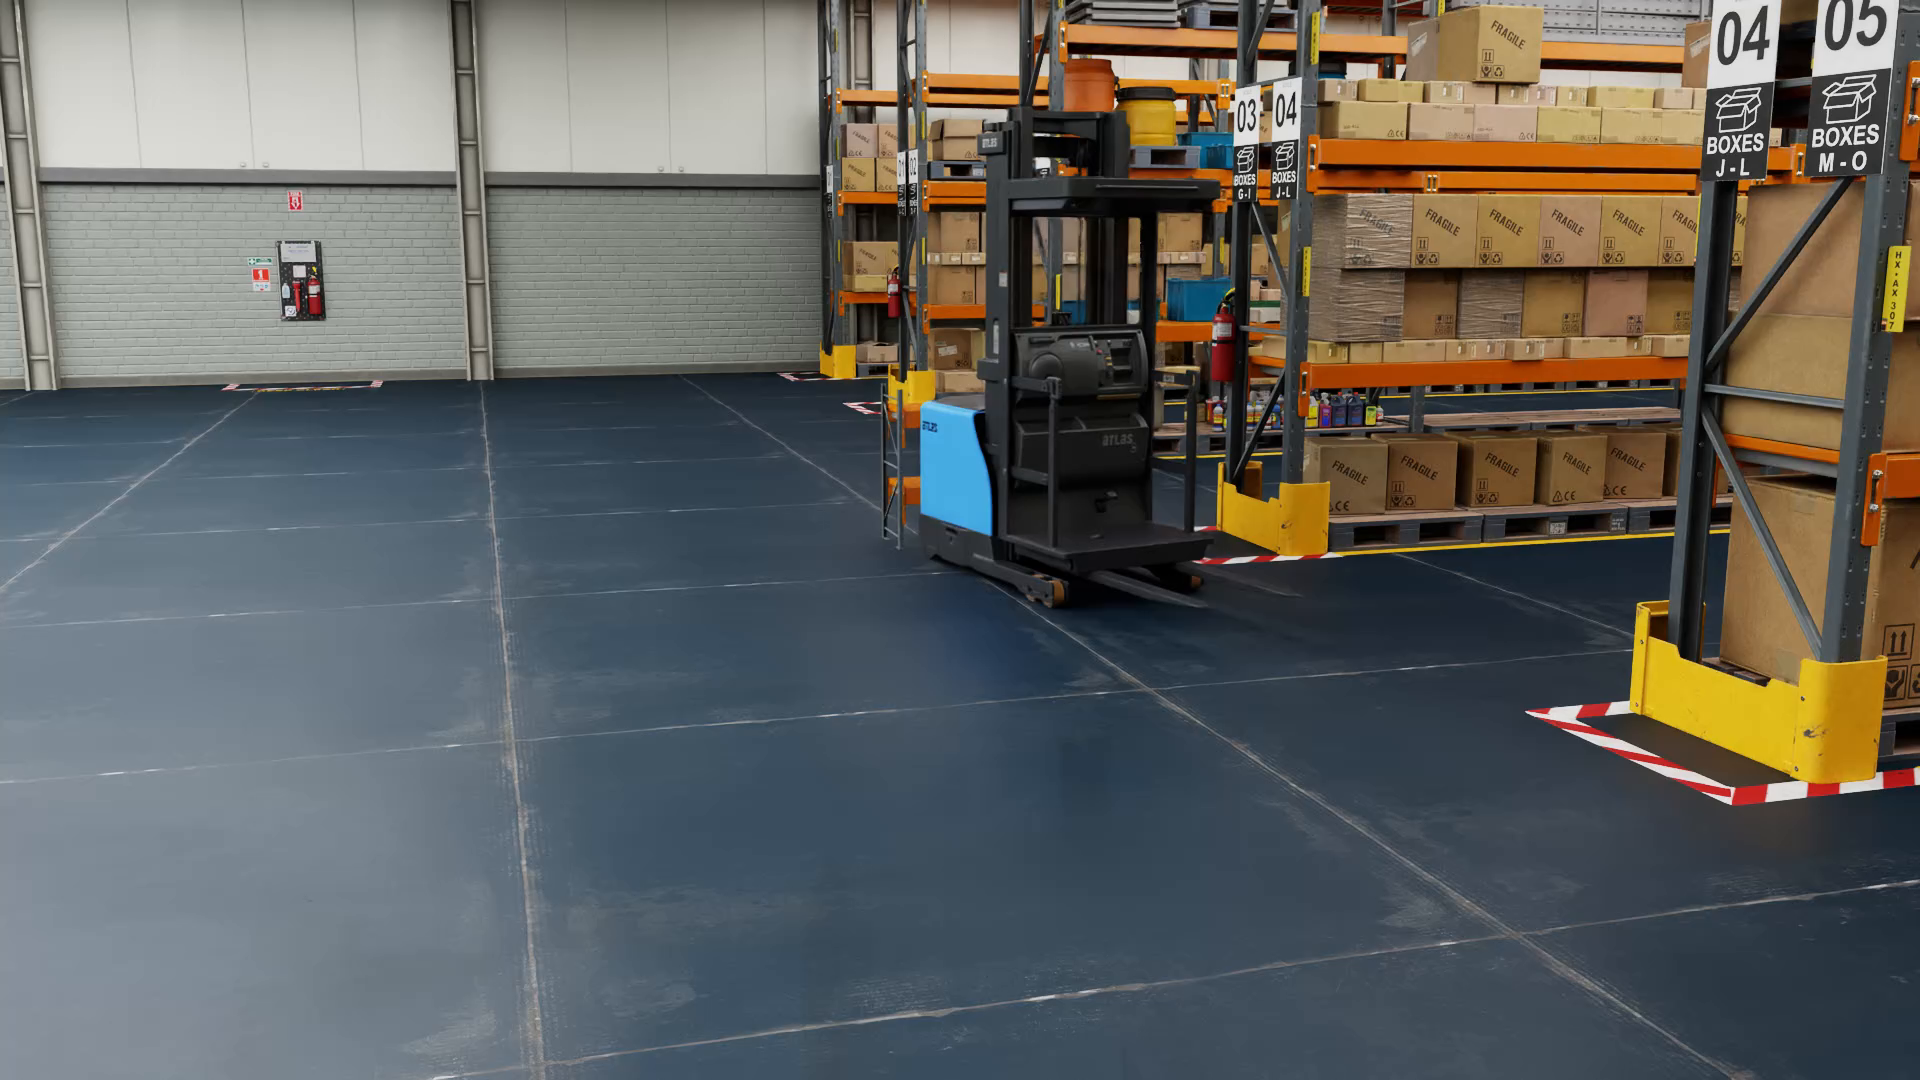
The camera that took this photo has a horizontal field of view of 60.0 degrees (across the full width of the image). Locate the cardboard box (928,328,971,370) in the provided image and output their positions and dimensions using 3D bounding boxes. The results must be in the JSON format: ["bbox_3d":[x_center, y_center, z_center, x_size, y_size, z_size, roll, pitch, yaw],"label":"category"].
[{"bbox_3d":[-0.168,-2.490,21.653,0.500,0.500,0.500,-3,11,-16],"label":"cardboard box"}]

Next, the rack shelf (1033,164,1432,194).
[{"bbox_3d":[2.702,-3.550,16.746,4.000,0.370,1.077,-3,11,-16],"label":"rack shelf"}]

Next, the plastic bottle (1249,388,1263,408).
[{"bbox_3d":[3.142,-1.443,17.704,0.185,0.351,0.144,-3,11,-16],"label":"plastic bottle"}]

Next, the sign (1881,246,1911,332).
[{"bbox_3d":[3.605,-0.967,6.403,0.005,0.325,0.100,-3,11,-16],"label":"sign"}]

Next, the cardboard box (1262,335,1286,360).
[{"bbox_3d":[2.382,-1.393,12.022,0.250,0.149,0.380,-3,11,-16],"label":"cardboard box"}]

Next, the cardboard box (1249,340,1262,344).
[{"bbox_3d":[4.048,-2.619,22.872,0.500,0.311,0.500,-3,11,-14],"label":"cardboard box"}]

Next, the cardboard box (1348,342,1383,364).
[{"bbox_3d":[2.752,-1.325,11.652,0.250,0.149,0.380,-3,11,-16],"label":"cardboard box"}]

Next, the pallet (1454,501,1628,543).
[{"bbox_3d":[4.198,-0.195,12.521,1.213,0.211,1.003,-3,11,-16],"label":"pallet"}]

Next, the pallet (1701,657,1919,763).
[{"bbox_3d":[4.201,0.719,7.561,1.213,0.211,1.003,-3,11,-16],"label":"pallet"}]

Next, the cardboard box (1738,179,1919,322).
[{"bbox_3d":[3.822,-1.216,6.969,0.550,0.550,0.875,-3,11,-16],"label":"cardboard box"}]

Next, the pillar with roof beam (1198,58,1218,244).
[{"bbox_3d":[5.407,-6.741,23.808,0.400,9.000,9.100,-3,11,-16],"label":"pillar with roof beam"}]

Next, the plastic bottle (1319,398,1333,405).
[{"bbox_3d":[3.835,-1.339,17.340,0.135,0.276,0.152,-3,11,-16],"label":"plastic bottle"}]

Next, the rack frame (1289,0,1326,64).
[{"bbox_3d":[5.694,-7.405,27.414,0.127,3.000,1.000,-3,11,-16],"label":"rack frame"}]

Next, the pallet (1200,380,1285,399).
[{"bbox_3d":[3.938,-2.064,22.673,1.213,0.211,1.003,-3,11,-16],"label":"pallet"}]

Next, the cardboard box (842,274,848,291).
[{"bbox_3d":[-1.593,-4.043,26.081,0.500,0.250,0.500,-3,11,-15],"label":"cardboard box"}]

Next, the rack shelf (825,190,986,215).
[{"bbox_3d":[-0.067,-5.272,26.101,4.000,0.370,1.077,-3,11,-16],"label":"rack shelf"}]

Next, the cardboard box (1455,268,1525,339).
[{"bbox_3d":[3.640,-1.749,12.163,0.500,0.500,0.875,-3,11,-16],"label":"cardboard box"}]

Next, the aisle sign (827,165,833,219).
[{"bbox_3d":[-1.973,-5.272,25.219,0.004,0.787,0.394,-3,11,-16],"label":"aisle sign"}]

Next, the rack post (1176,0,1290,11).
[{"bbox_3d":[2.633,-5.344,16.429,0.954,0.300,0.937,-3,11,-17],"label":"rack post"}]

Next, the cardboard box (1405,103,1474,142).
[{"bbox_3d":[3.194,-2.874,11.504,0.500,0.250,0.500,-3,11,-17],"label":"cardboard box"}]

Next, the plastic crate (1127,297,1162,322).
[{"bbox_3d":[1.804,-2.363,17.010,0.408,0.251,0.499,-3,11,-16],"label":"plastic crate"}]

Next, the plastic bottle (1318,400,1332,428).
[{"bbox_3d":[3.755,-1.302,17.122,0.133,0.283,0.061,-2,11,-12],"label":"plastic bottle"}]

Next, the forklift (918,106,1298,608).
[{"bbox_3d":[0.858,-1.133,10.108,1.130,2.935,3.031,-6,12,-28],"label":"forklift"}]

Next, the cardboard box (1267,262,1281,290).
[{"bbox_3d":[4.489,-3.503,22.512,0.500,0.500,0.500,-2,11,-12],"label":"cardboard box"}]

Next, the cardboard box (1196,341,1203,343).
[{"bbox_3d":[4.021,-3.360,27.701,0.500,0.500,0.700,-3,11,-16],"label":"cardboard box"}]

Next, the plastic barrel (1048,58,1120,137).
[{"bbox_3d":[1.213,-4.267,16.308,0.708,0.830,0.600,-3,11,-16],"label":"plastic barrel"}]

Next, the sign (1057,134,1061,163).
[{"bbox_3d":[0.931,-3.711,15.610,0.005,0.325,0.100,-3,11,-16],"label":"sign"}]

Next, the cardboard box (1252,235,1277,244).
[{"bbox_3d":[5.066,-4.997,27.624,0.250,0.149,0.380,-5,12,-25],"label":"cardboard box"}]

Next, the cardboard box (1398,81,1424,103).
[{"bbox_3d":[2.979,-3.068,11.455,0.250,0.149,0.380,-3,11,-17],"label":"cardboard box"}]

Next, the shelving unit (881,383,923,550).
[{"bbox_3d":[0.005,-0.555,11.952,1.048,1.125,0.538,-3,11,-17],"label":"shelving unit"}]

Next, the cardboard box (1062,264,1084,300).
[{"bbox_3d":[1.338,-3.338,21.617,0.500,0.500,0.700,-3,11,-14],"label":"cardboard box"}]

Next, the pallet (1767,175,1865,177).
[{"bbox_3d":[9.225,-4.136,18.465,1.213,0.211,1.003,-3,11,-16],"label":"pallet"}]

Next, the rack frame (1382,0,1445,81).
[{"bbox_3d":[4.622,-5.480,16.959,0.127,3.000,1.000,-3,11,-16],"label":"rack frame"}]

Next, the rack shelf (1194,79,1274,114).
[{"bbox_3d":[5.162,-5.892,22.289,4.000,0.370,1.077,-3,11,-16],"label":"rack shelf"}]

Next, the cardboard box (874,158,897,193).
[{"bbox_3d":[-1.071,-5.578,25.445,0.500,0.500,0.500,-2,11,-12],"label":"cardboard box"}]

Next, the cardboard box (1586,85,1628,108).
[{"bbox_3d":[4.511,-3.132,11.802,0.250,0.149,0.380,-2,11,-13],"label":"cardboard box"}]

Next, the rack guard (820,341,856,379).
[{"bbox_3d":[-1.914,-2.824,26.005,0.348,0.500,1.175,-3,11,-16],"label":"rack guard"}]

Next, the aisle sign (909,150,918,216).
[{"bbox_3d":[-0.577,-4.410,20.539,0.004,0.787,0.394,-3,11,-16],"label":"aisle sign"}]

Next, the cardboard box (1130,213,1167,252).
[{"bbox_3d":[2.332,-4.029,21.786,0.500,0.500,0.700,-3,11,-16],"label":"cardboard box"}]

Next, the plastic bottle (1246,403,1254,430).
[{"bbox_3d":[2.939,-1.257,16.908,0.097,0.271,0.097,0,10,0],"label":"plastic bottle"}]

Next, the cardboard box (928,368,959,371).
[{"bbox_3d":[-0.167,-2.121,21.719,0.500,0.250,0.500,-3,11,-16],"label":"cardboard box"}]

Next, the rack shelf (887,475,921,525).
[{"bbox_3d":[0.005,-0.314,11.997,1.000,0.278,0.538,-3,11,-17],"label":"rack shelf"}]

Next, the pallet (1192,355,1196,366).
[{"bbox_3d":[3.774,-2.982,27.664,1.213,0.211,1.003,-3,11,-16],"label":"pallet"}]

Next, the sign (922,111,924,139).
[{"bbox_3d":[-0.450,-5.036,20.198,0.005,0.325,0.100,-3,11,-16],"label":"sign"}]

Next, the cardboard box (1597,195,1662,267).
[{"bbox_3d":[4.691,-2.235,12.040,0.500,0.500,0.500,-3,11,-16],"label":"cardboard box"}]

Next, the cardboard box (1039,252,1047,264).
[{"bbox_3d":[1.074,-3.605,21.274,0.250,0.149,0.380,-3,11,-17],"label":"cardboard box"}]

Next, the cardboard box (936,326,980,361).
[{"bbox_3d":[-0.032,-3.113,26.361,0.500,0.500,0.700,-4,11,-20],"label":"cardboard box"}]

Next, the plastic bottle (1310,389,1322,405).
[{"bbox_3d":[3.771,-1.449,17.736,0.185,0.351,0.144,-3,11,-16],"label":"plastic bottle"}]

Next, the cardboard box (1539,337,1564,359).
[{"bbox_3d":[4.177,-1.410,12.117,0.250,0.149,0.380,-3,11,-16],"label":"cardboard box"}]

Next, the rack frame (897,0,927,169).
[{"bbox_3d":[-0.599,-6.139,20.538,0.127,3.000,1.000,-3,11,-16],"label":"rack frame"}]

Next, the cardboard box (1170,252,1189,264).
[{"bbox_3d":[2.802,-3.696,21.770,0.250,0.149,0.380,-3,11,-17],"label":"cardboard box"}]

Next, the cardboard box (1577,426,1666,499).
[{"bbox_3d":[5.064,-0.602,12.777,0.500,0.500,0.500,0,10,2],"label":"cardboard box"}]

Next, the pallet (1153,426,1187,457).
[{"bbox_3d":[1.623,-1.008,16.939,1.213,0.211,1.003,-3,11,-16],"label":"pallet"}]
